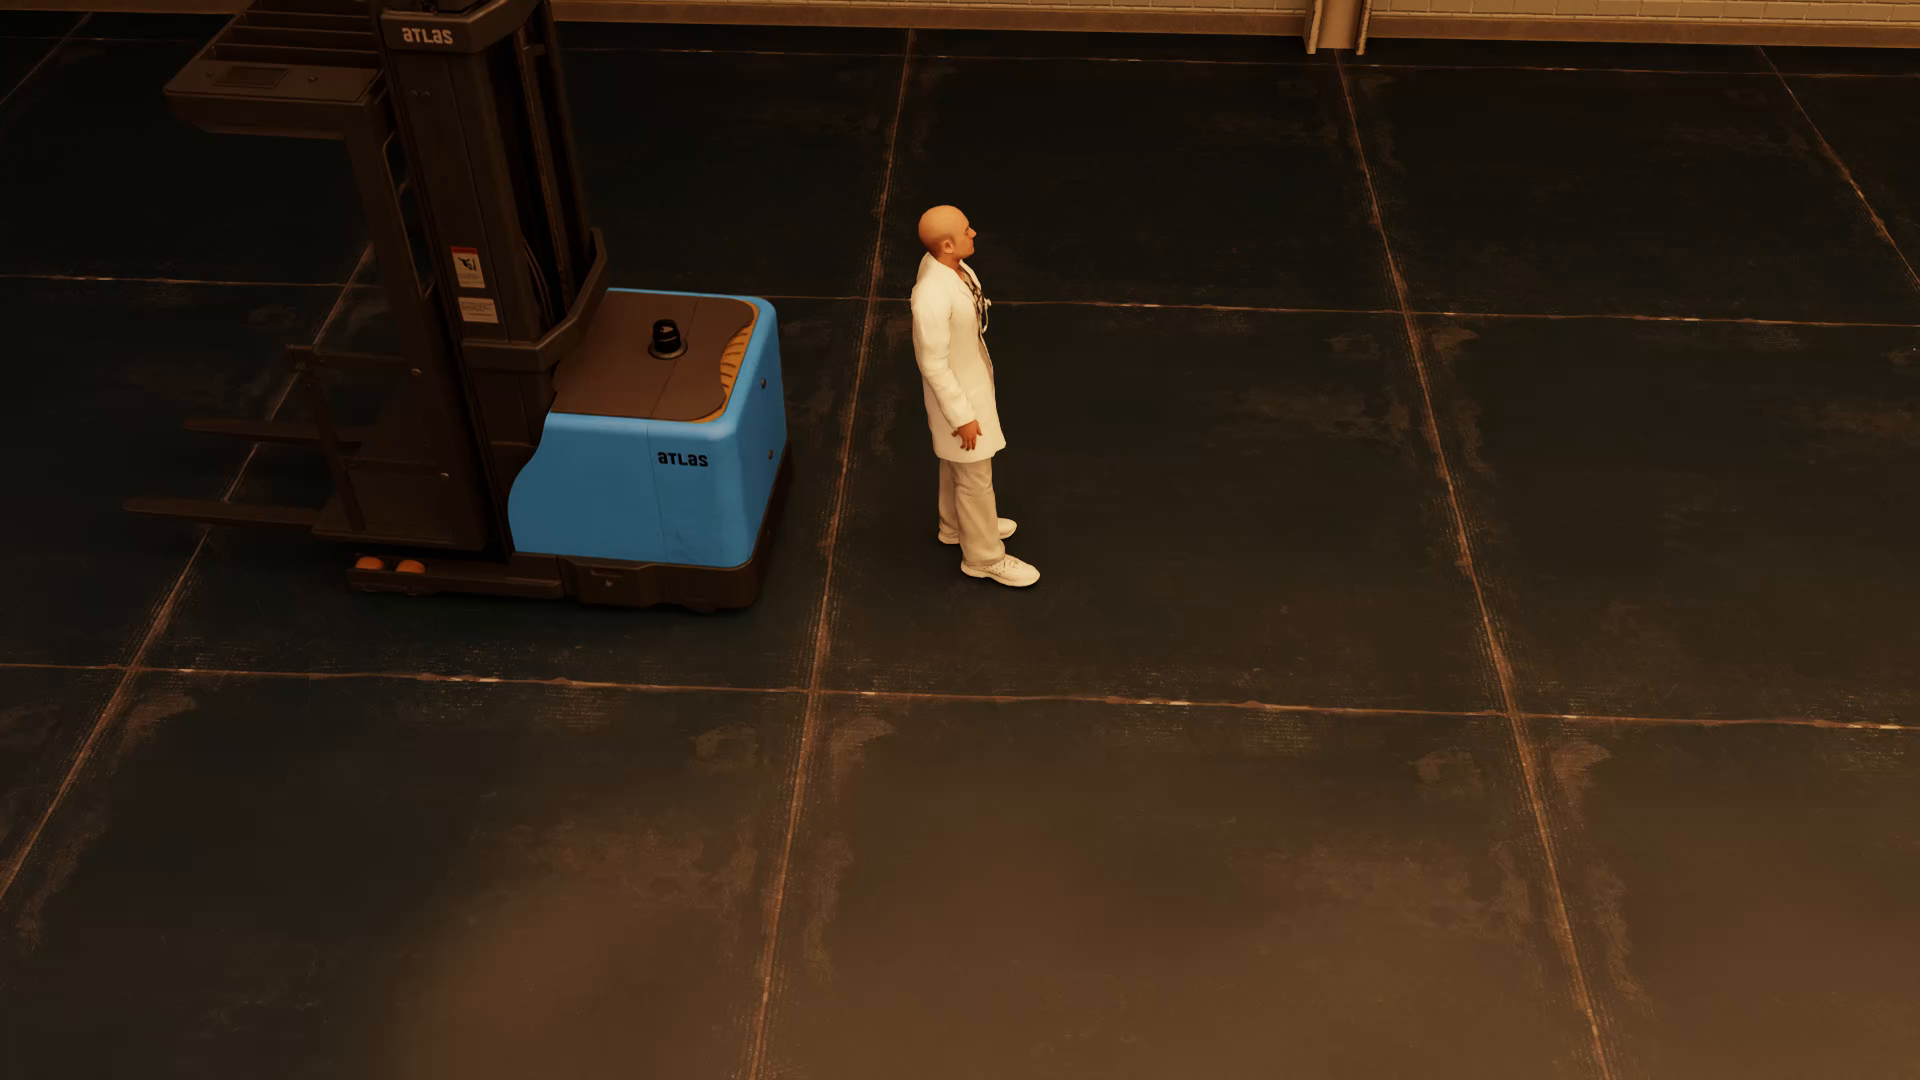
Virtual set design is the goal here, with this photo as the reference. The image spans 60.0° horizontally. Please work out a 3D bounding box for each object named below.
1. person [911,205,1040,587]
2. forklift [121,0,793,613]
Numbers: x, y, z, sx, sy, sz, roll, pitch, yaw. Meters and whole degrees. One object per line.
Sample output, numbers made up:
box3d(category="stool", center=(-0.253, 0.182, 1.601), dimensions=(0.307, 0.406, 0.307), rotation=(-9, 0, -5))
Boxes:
box3d(category="person", center=(0.091, -0.657, 7.306), dimensions=(0.578, 1.778, 0.696), rotation=(2, 42, 2))
box3d(category="forklift", center=(-2.371, -1.178, 7.033), dimensions=(3.031, 2.935, 1.130), rotation=(4, 43, 5))
